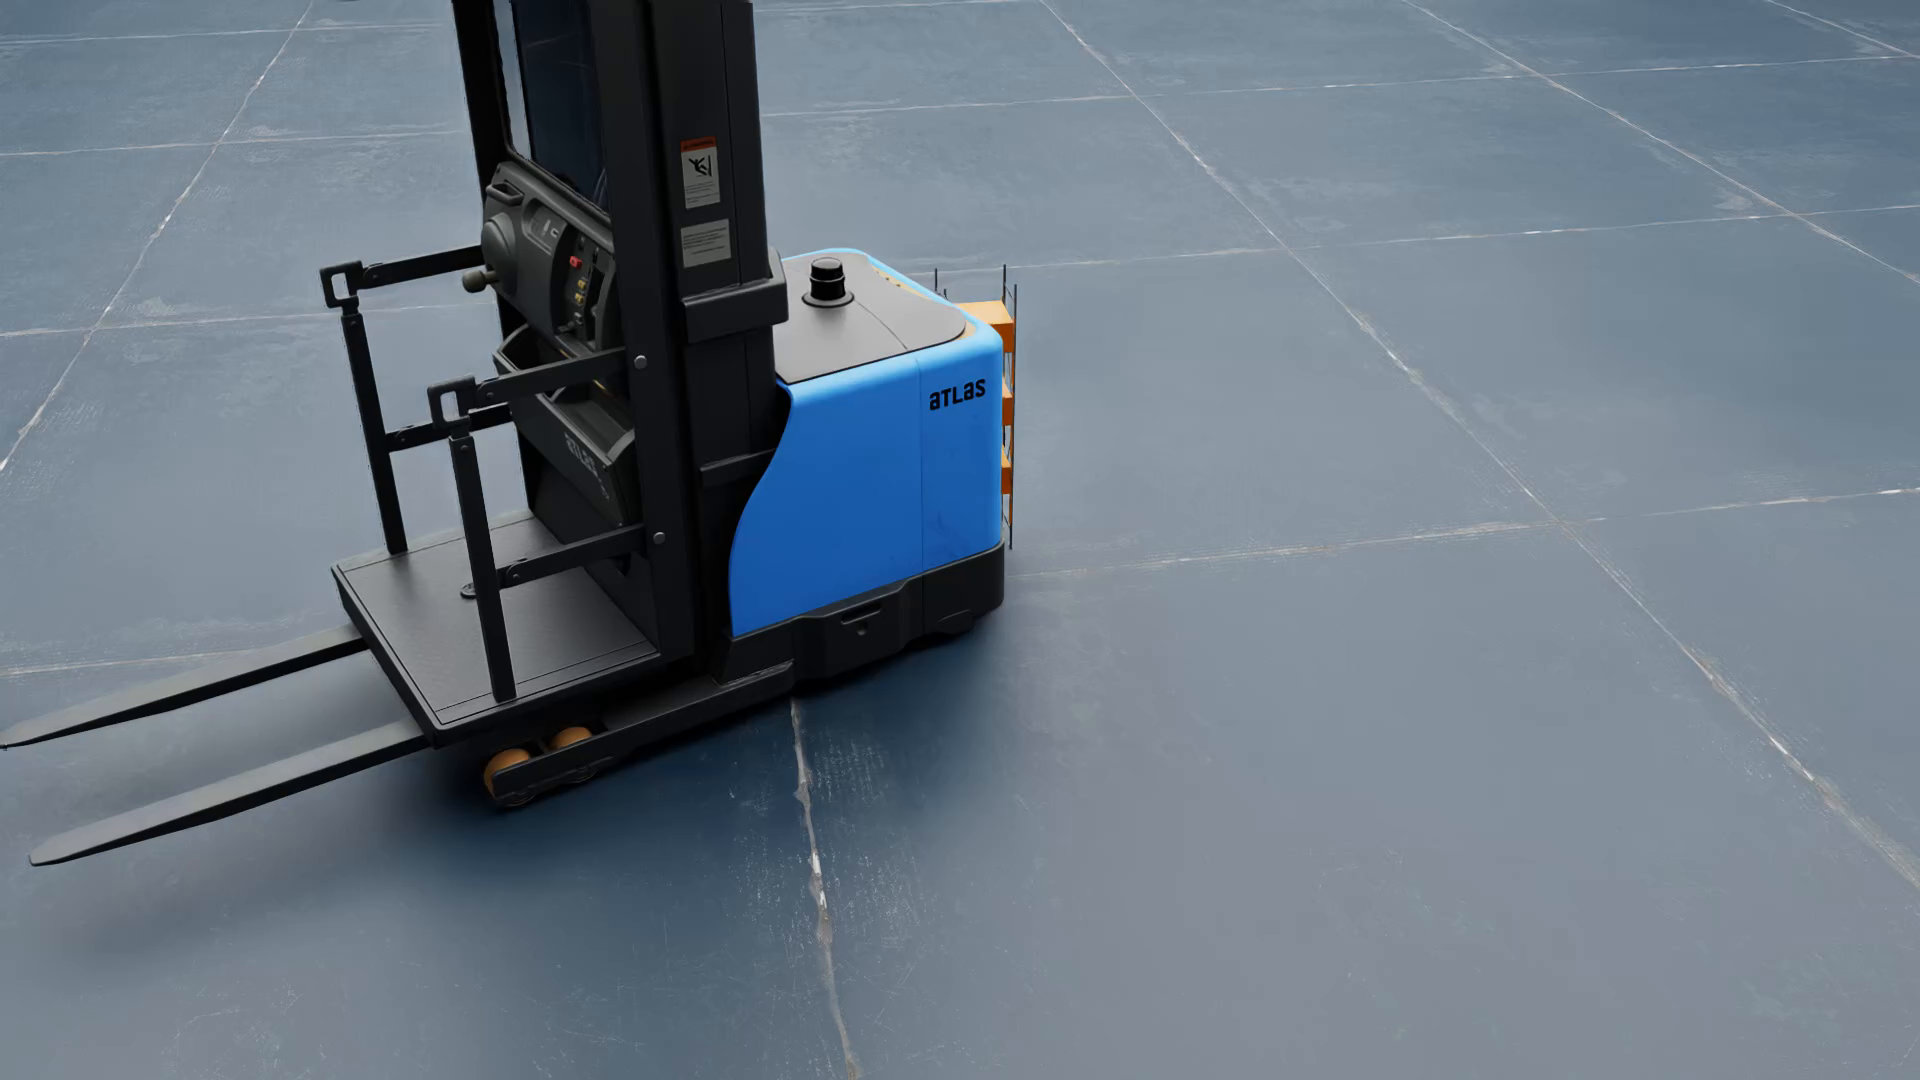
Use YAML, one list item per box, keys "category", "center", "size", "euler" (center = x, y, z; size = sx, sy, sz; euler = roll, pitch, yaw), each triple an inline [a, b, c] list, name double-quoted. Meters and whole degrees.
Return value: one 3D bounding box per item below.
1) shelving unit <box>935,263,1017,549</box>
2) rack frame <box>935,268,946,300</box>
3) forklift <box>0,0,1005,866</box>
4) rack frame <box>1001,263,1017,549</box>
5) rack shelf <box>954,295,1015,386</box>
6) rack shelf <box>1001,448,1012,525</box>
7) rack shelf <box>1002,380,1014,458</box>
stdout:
- category: "shelving unit"
  center: [0.053, -0.457, 5.992]
  size: [0.252, 1.050, 0.215]
  euler: [-5, 31, -9]
- category: "rack frame"
  center: [-0.067, -0.446, 5.973]
  size: [0.008, 1.050, 0.200]
  euler: [-5, 31, -9]
- category: "forklift"
  center: [-1.358, -0.783, 4.691]
  size: [3.031, 2.935, 1.130]
  euler: [-19, 35, -29]
- category: "rack frame"
  center: [0.173, -0.469, 6.011]
  size: [0.008, 1.050, 0.200]
  euler: [-5, 31, -9]
- category: "rack shelf"
  center: [0.053, -0.693, 5.854]
  size: [0.240, 0.259, 0.215]
  euler: [-5, 31, -9]
- category: "rack shelf"
  center: [0.053, -0.209, 6.138]
  size: [0.240, 0.259, 0.215]
  euler: [-5, 31, -9]
- category: "rack shelf"
  center: [0.053, -0.448, 5.998]
  size: [0.240, 0.259, 0.215]
  euler: [-5, 31, -9]
